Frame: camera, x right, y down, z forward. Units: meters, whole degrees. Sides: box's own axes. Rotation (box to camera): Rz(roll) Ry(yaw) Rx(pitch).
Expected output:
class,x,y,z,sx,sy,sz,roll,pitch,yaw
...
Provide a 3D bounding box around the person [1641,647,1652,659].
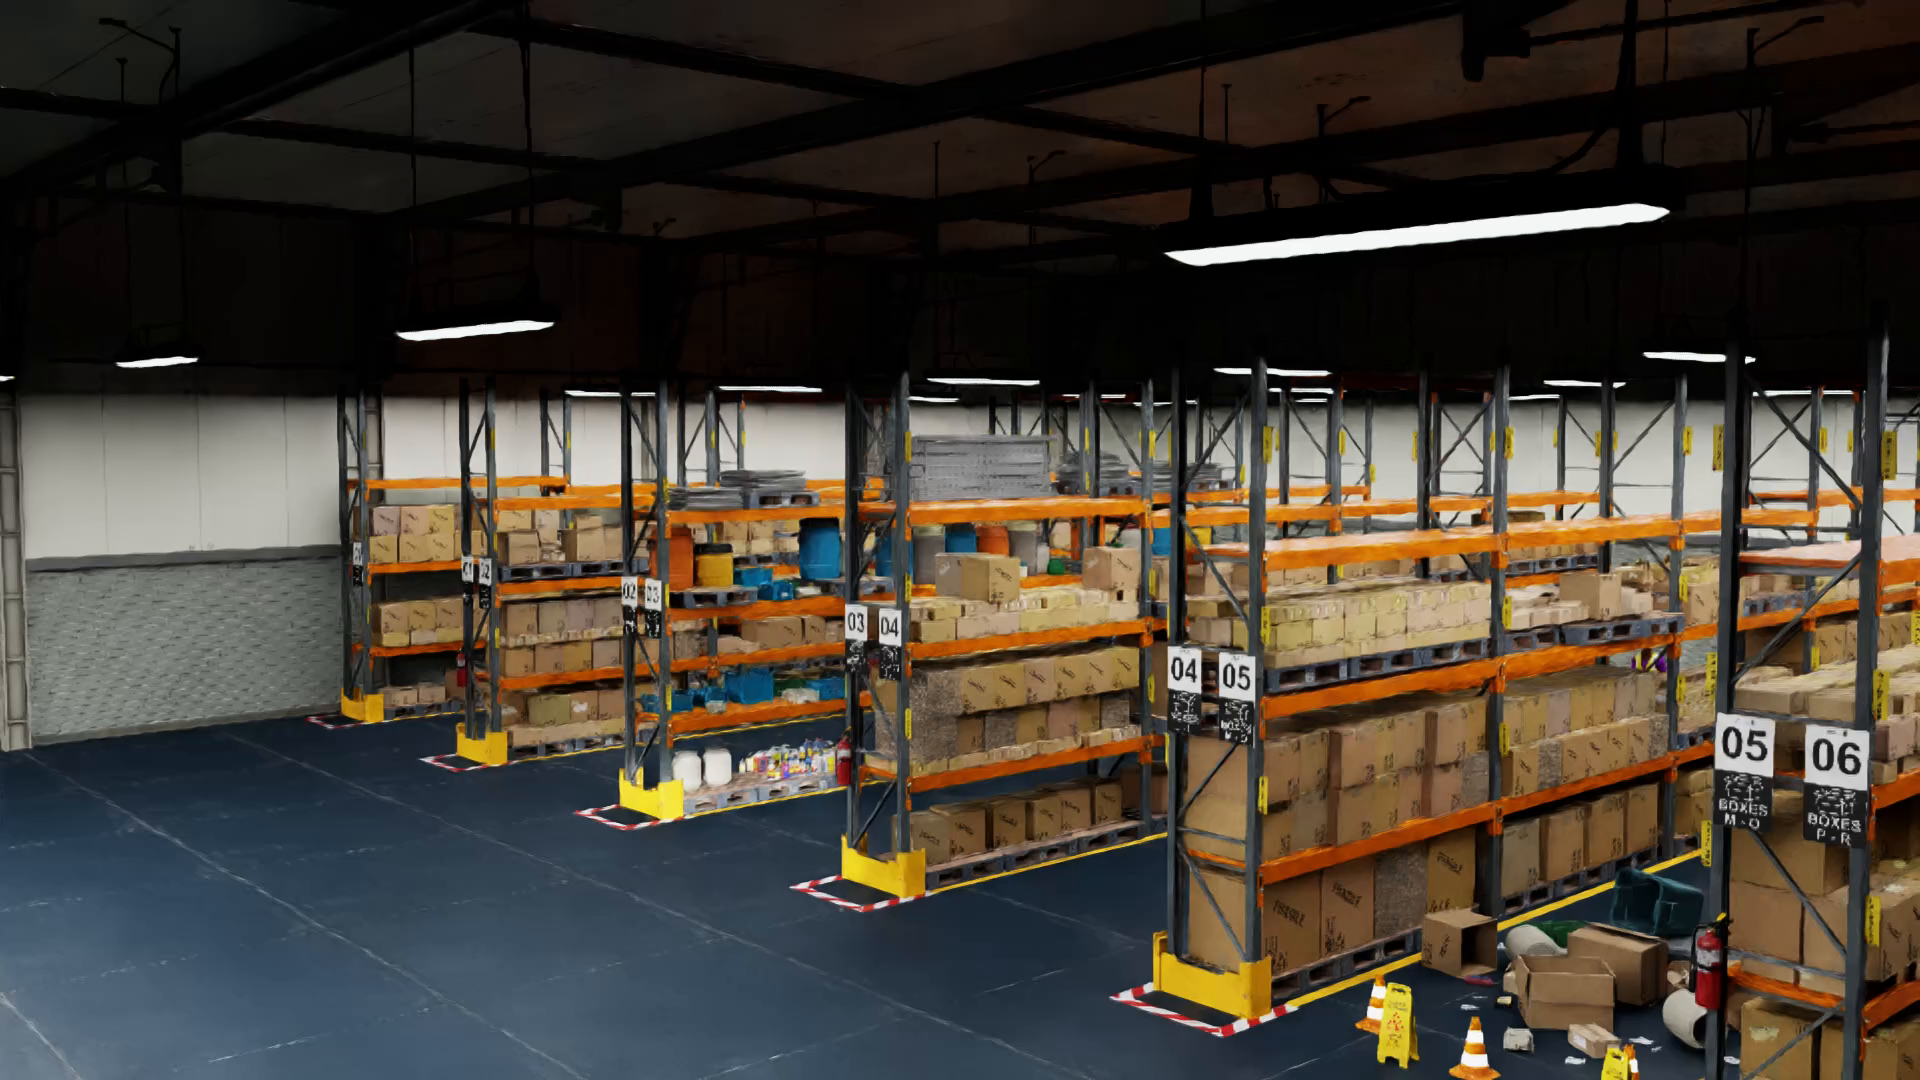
class,x,y,z,sx,sy,sz,roll,pitch,yaw
person,11.550,2.533,27.997,1.121,1.569,0.567,-3,5,-40
